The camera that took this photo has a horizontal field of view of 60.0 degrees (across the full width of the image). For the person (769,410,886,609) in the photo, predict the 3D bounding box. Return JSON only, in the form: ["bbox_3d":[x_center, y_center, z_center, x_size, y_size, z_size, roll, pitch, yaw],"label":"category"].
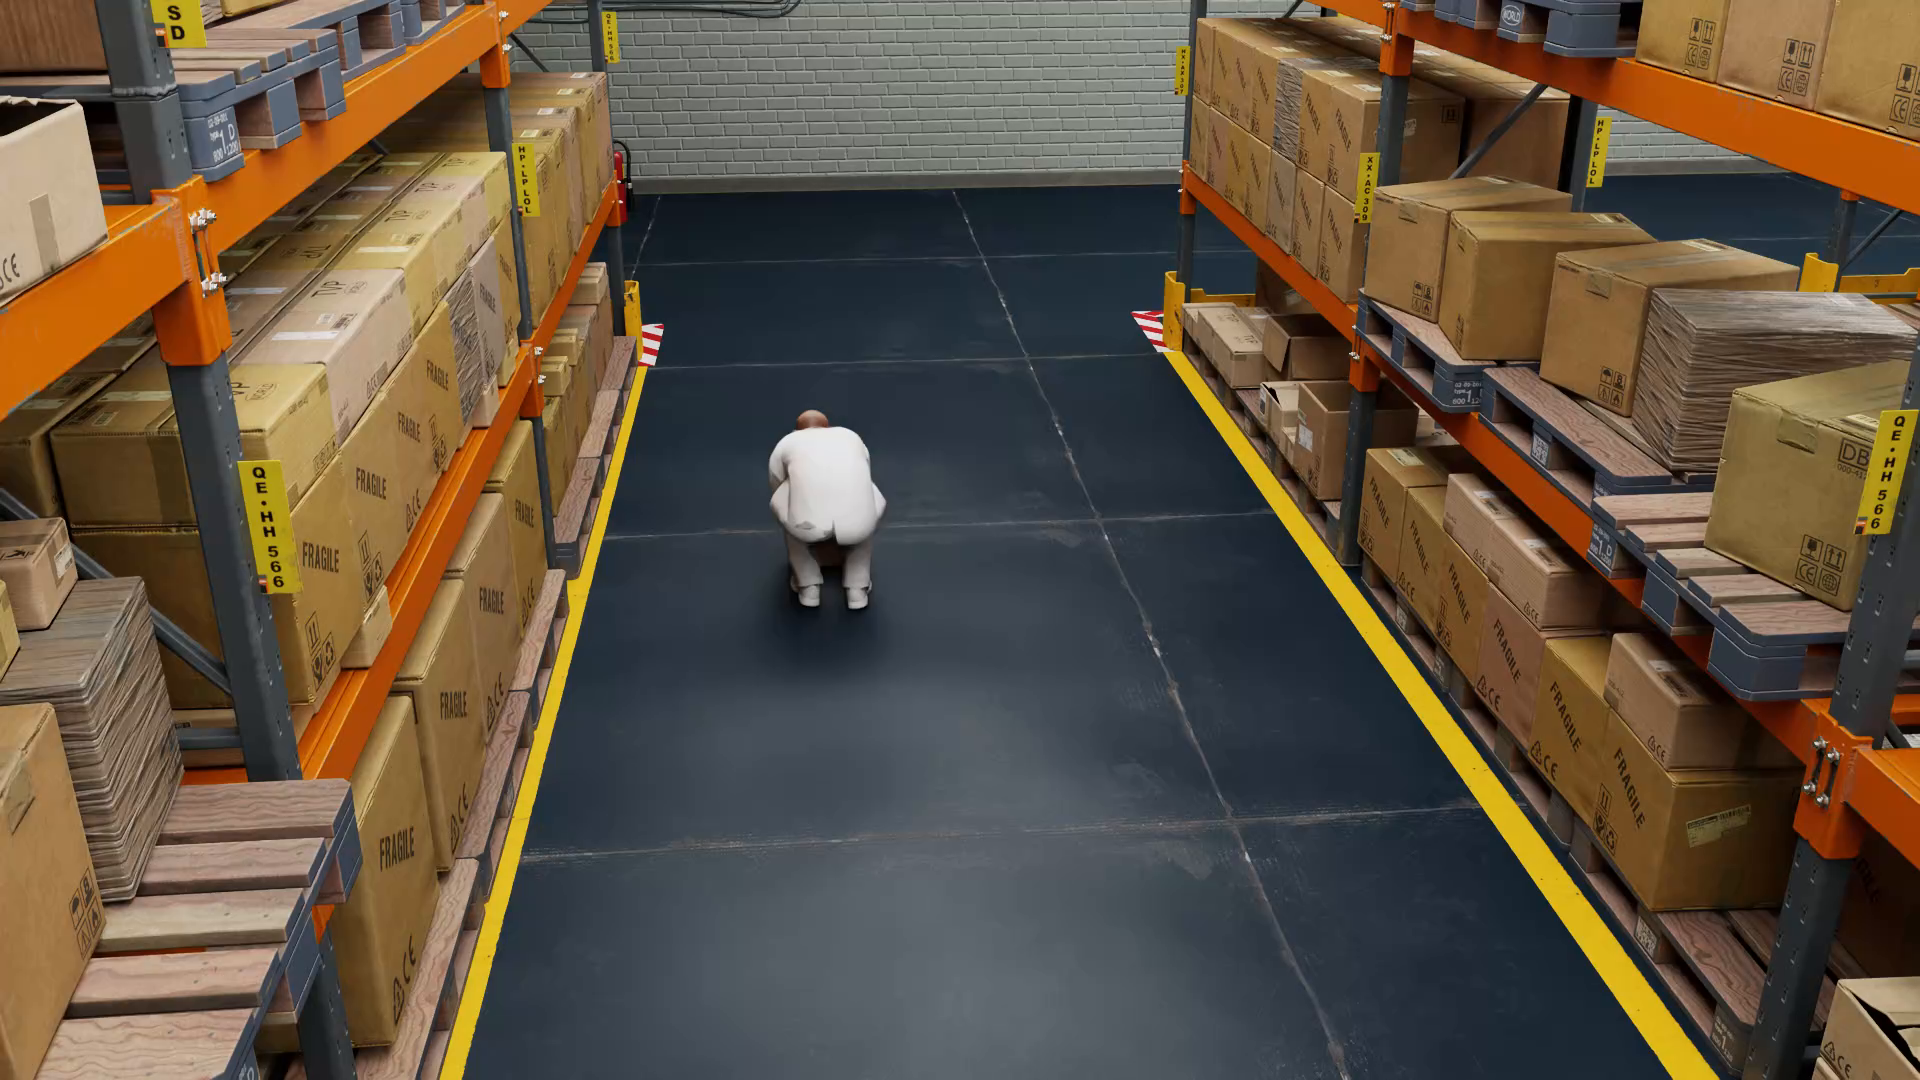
[{"bbox_3d":[-0.652,-0.133,8.194,0.570,0.810,0.933,-3,24,-6],"label":"person"}]
